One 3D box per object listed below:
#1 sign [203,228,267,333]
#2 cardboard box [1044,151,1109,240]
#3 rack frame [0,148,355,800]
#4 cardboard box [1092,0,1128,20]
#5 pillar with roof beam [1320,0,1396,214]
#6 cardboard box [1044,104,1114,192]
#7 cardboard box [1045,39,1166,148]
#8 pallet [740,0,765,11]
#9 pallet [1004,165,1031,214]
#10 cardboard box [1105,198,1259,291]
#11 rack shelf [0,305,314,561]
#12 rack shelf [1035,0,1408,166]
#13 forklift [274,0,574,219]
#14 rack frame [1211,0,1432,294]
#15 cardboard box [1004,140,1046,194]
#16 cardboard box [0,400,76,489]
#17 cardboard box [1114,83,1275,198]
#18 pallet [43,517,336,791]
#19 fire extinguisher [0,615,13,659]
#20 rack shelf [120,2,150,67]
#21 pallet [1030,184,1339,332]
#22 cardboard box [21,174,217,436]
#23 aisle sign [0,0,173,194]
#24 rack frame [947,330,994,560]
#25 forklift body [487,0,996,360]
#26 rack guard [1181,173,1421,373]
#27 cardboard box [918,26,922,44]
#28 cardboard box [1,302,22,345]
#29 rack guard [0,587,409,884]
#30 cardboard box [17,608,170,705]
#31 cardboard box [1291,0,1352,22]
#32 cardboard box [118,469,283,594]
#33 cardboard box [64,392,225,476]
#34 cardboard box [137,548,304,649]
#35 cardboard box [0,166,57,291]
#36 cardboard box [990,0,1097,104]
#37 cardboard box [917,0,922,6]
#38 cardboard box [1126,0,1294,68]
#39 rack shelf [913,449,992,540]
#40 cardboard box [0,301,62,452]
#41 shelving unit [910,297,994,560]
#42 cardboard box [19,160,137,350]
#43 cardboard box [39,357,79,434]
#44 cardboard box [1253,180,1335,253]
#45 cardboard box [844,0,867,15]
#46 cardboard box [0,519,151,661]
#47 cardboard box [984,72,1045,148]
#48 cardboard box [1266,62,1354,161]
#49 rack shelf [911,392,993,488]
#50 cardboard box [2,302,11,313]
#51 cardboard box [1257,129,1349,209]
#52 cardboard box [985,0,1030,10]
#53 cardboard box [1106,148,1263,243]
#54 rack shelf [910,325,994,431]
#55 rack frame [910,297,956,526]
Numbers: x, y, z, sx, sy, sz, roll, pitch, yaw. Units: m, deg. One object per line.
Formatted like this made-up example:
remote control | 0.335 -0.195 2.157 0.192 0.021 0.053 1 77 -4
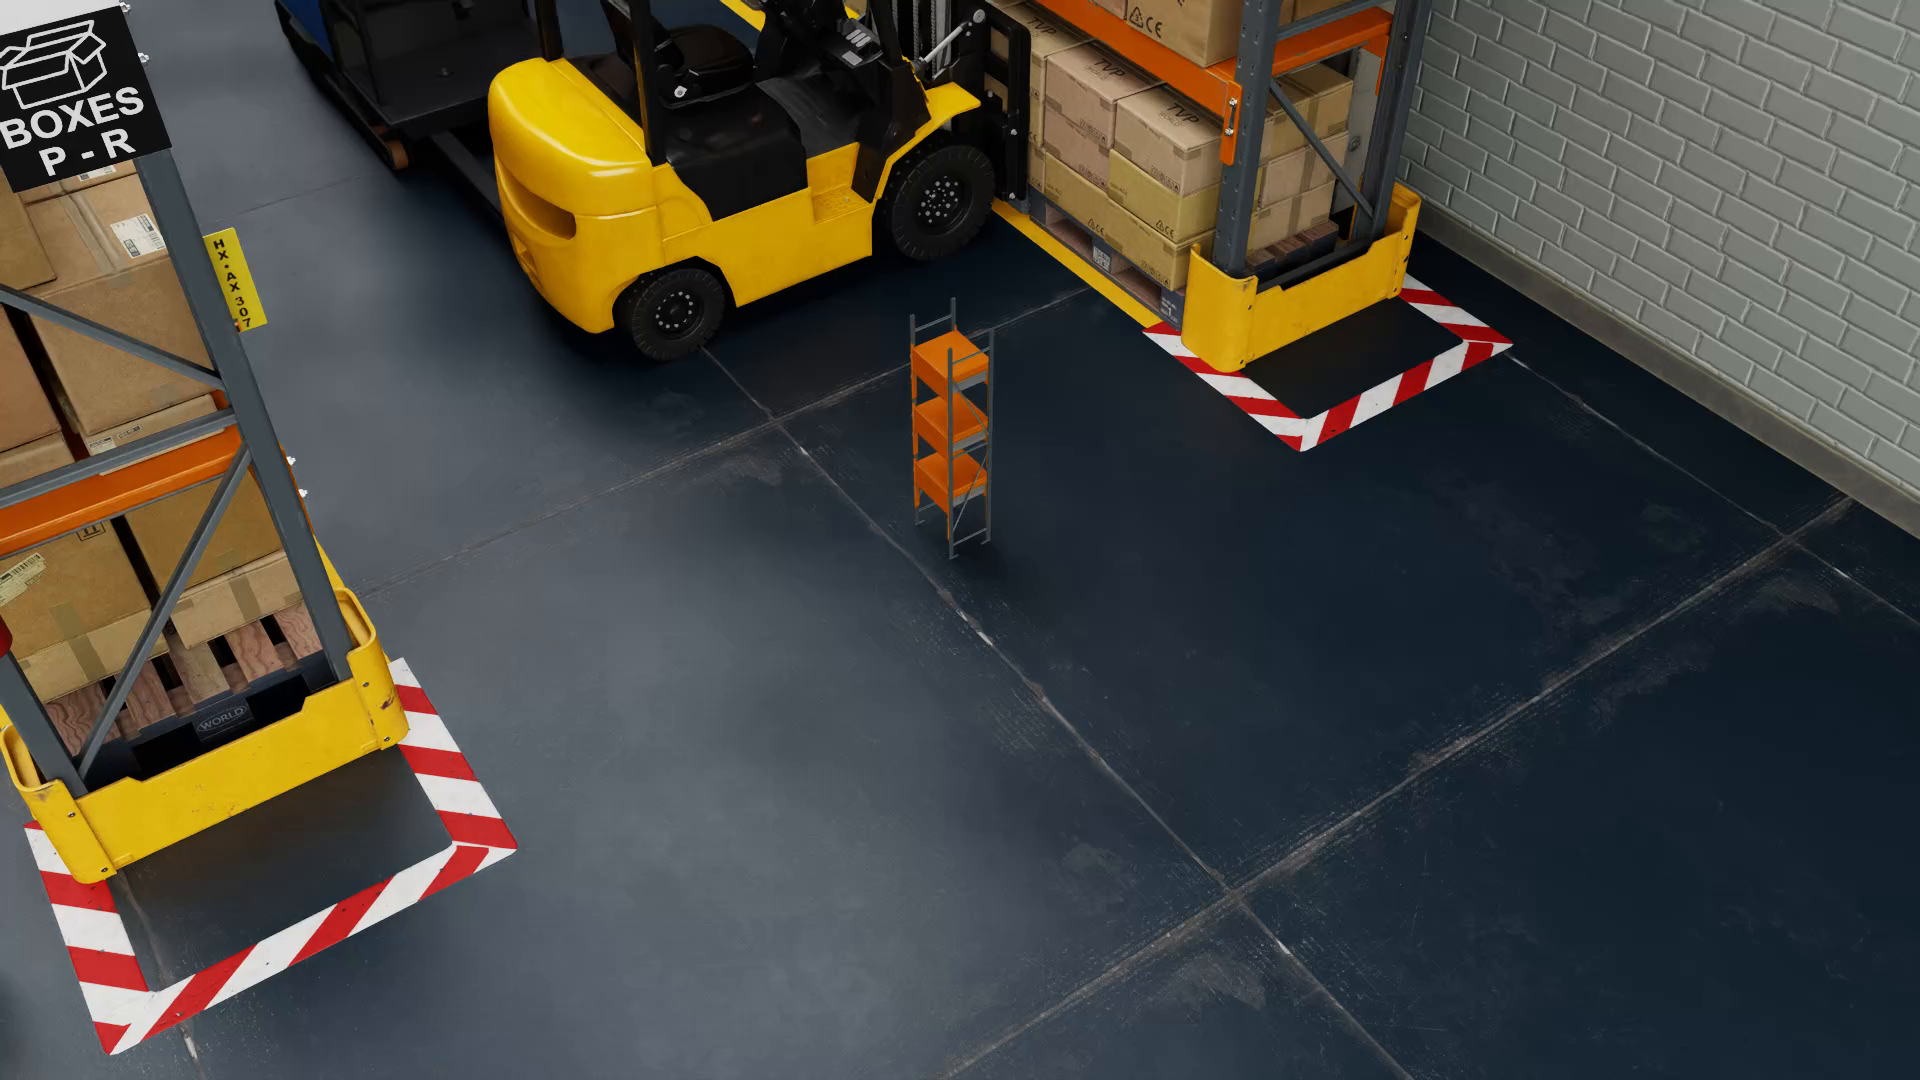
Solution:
sign | -2.061 -0.732 4.718 0.100 0.325 0.005 -26 49 -24
cardboard box | 0.758 -1.751 8.100 0.500 0.250 0.500 -26 49 -24
rack frame | -2.506 -0.205 4.792 1.000 3.000 0.127 -26 49 -24
cardboard box | 0.777 -2.676 7.309 0.500 0.500 0.500 -24 49 -23
pillar with roof beam | -1.627 -3.387 3.781 9.100 9.000 0.400 -26 49 -24
cardboard box | 0.750 -1.946 7.941 0.500 0.250 0.500 -26 50 -25
cardboard box | 0.747 -2.111 7.752 0.500 0.250 0.500 -25 49 -24
pallet | -1.179 -3.826 10.605 1.003 0.211 1.213 -26 49 -24
pallet | 0.397 -2.266 8.970 1.003 0.211 1.213 -26 49 -24
cardboard box | 1.035 -1.466 7.801 0.500 0.250 0.500 -25 49 -24
rack shelf | -3.650 -1.077 6.227 1.077 0.370 4.000 -26 49 -24
rack shelf | 0.419 -3.040 8.283 1.077 0.370 4.000 -26 49 -24
forklift | -2.727 -3.393 8.181 1.130 2.935 3.031 -26 49 -25
rack frame | 1.563 -2.167 6.848 1.000 3.000 0.127 -26 49 -24
cardboard box | 0.479 -2.038 8.400 0.500 0.250 0.500 -25 49 -24
cardboard box | -2.896 -0.241 5.012 0.380 0.149 0.250 -24 49 -23
cardboard box | 1.044 -1.824 7.451 0.500 0.250 0.500 -24 49 -23
pallet | -2.986 0.287 6.297 1.003 0.211 1.213 -26 49 -24
fire extinguisher | -2.819 0.070 4.560 0.296 0.674 0.183 -26 49 -24
rack shelf | -3.650 -2.162 5.191 1.077 0.370 4.000 -26 49 -24
pallet | 1.091 -1.575 8.247 1.003 0.211 1.213 -26 49 -24
cardboard box | -2.550 -0.726 5.050 0.500 0.500 0.500 -26 50 -25
aisle sign | -2.217 -1.232 3.986 0.394 0.787 0.004 -26 49 -24
rack frame | 0.039 -0.341 6.347 0.200 1.050 0.008 -26 49 -24
forklift body | -1.018 -2.214 7.511 2.313 2.155 1.214 -26 49 -24
rack guard | 1.577 -1.250 7.697 1.175 0.500 0.348 -26 49 -24
cardboard box | -0.134 -2.801 8.837 0.500 0.250 0.500 -26 50 -25
cardboard box | -3.325 -0.832 5.162 0.500 0.500 0.500 -26 49 -24
rack guard | -2.550 0.657 5.700 1.175 0.500 0.348 -26 49 -24
cardboard box | -3.203 0.273 5.979 0.500 0.250 0.500 -26 49 -25
cardboard box | 1.507 -2.594 7.222 0.500 0.500 0.500 -24 49 -23
cardboard box | -2.755 -0.212 5.944 0.500 0.500 0.500 -27 50 -26
cardboard box | -2.531 -0.388 5.166 0.380 0.149 0.250 -26 49 -24
cardboard box | -2.741 0.072 6.189 0.500 0.250 0.500 -26 49 -25
cardboard box | -2.978 -0.913 4.522 0.700 0.500 0.500 -27 50 -25
cardboard box | 0.450 -2.393 8.047 0.500 0.250 0.500 -25 49 -24
cardboard box | -0.128 -2.983 8.666 0.500 0.250 0.500 -24 49 -23
cardboard box | 1.066 -2.379 6.997 0.500 0.500 0.500 -27 50 -25
rack shelf | -0.031 -0.201 6.618 0.215 0.259 0.240 -26 49 -24
cardboard box | -3.043 -0.547 4.863 0.500 0.500 0.500 -27 50 -25
shelving unit | -0.031 -0.410 6.419 0.215 1.050 0.252 -26 49 -24
cardboard box | -2.849 -1.018 5.356 0.500 0.500 0.500 -24 49 -23
cardboard box | -2.687 -0.525 5.310 0.380 0.149 0.250 -25 49 -24
cardboard box | 1.442 -1.680 8.025 0.500 0.250 0.500 -26 49 -24
cardboard box | -0.412 -3.091 9.140 0.500 0.250 0.500 -26 49 -25
cardboard box | -3.179 0.016 5.705 0.500 0.500 0.500 -25 49 -24
cardboard box | 0.437 -2.230 8.239 0.500 0.250 0.500 -27 50 -25
cardboard box | 1.443 -2.033 7.671 0.500 0.250 0.500 -26 50 -25
rack shelf | -0.031 -0.402 6.427 0.215 0.259 0.240 -26 49 -24
cardboard box | -3.464 -0.829 5.628 0.380 0.149 0.250 -25 49 -24
cardboard box | 1.464 -1.854 7.845 0.500 0.250 0.500 -25 49 -24
cardboard box | 0.166 -2.683 8.351 0.500 0.250 0.500 -27 50 -25
cardboard box | 1.028 -1.658 7.639 0.500 0.250 0.500 -26 50 -25
rack shelf | -0.031 -0.608 6.231 0.215 0.259 0.240 -26 49 -24
rack frame | -0.100 -0.479 6.492 0.200 1.050 0.008 -26 49 -24
